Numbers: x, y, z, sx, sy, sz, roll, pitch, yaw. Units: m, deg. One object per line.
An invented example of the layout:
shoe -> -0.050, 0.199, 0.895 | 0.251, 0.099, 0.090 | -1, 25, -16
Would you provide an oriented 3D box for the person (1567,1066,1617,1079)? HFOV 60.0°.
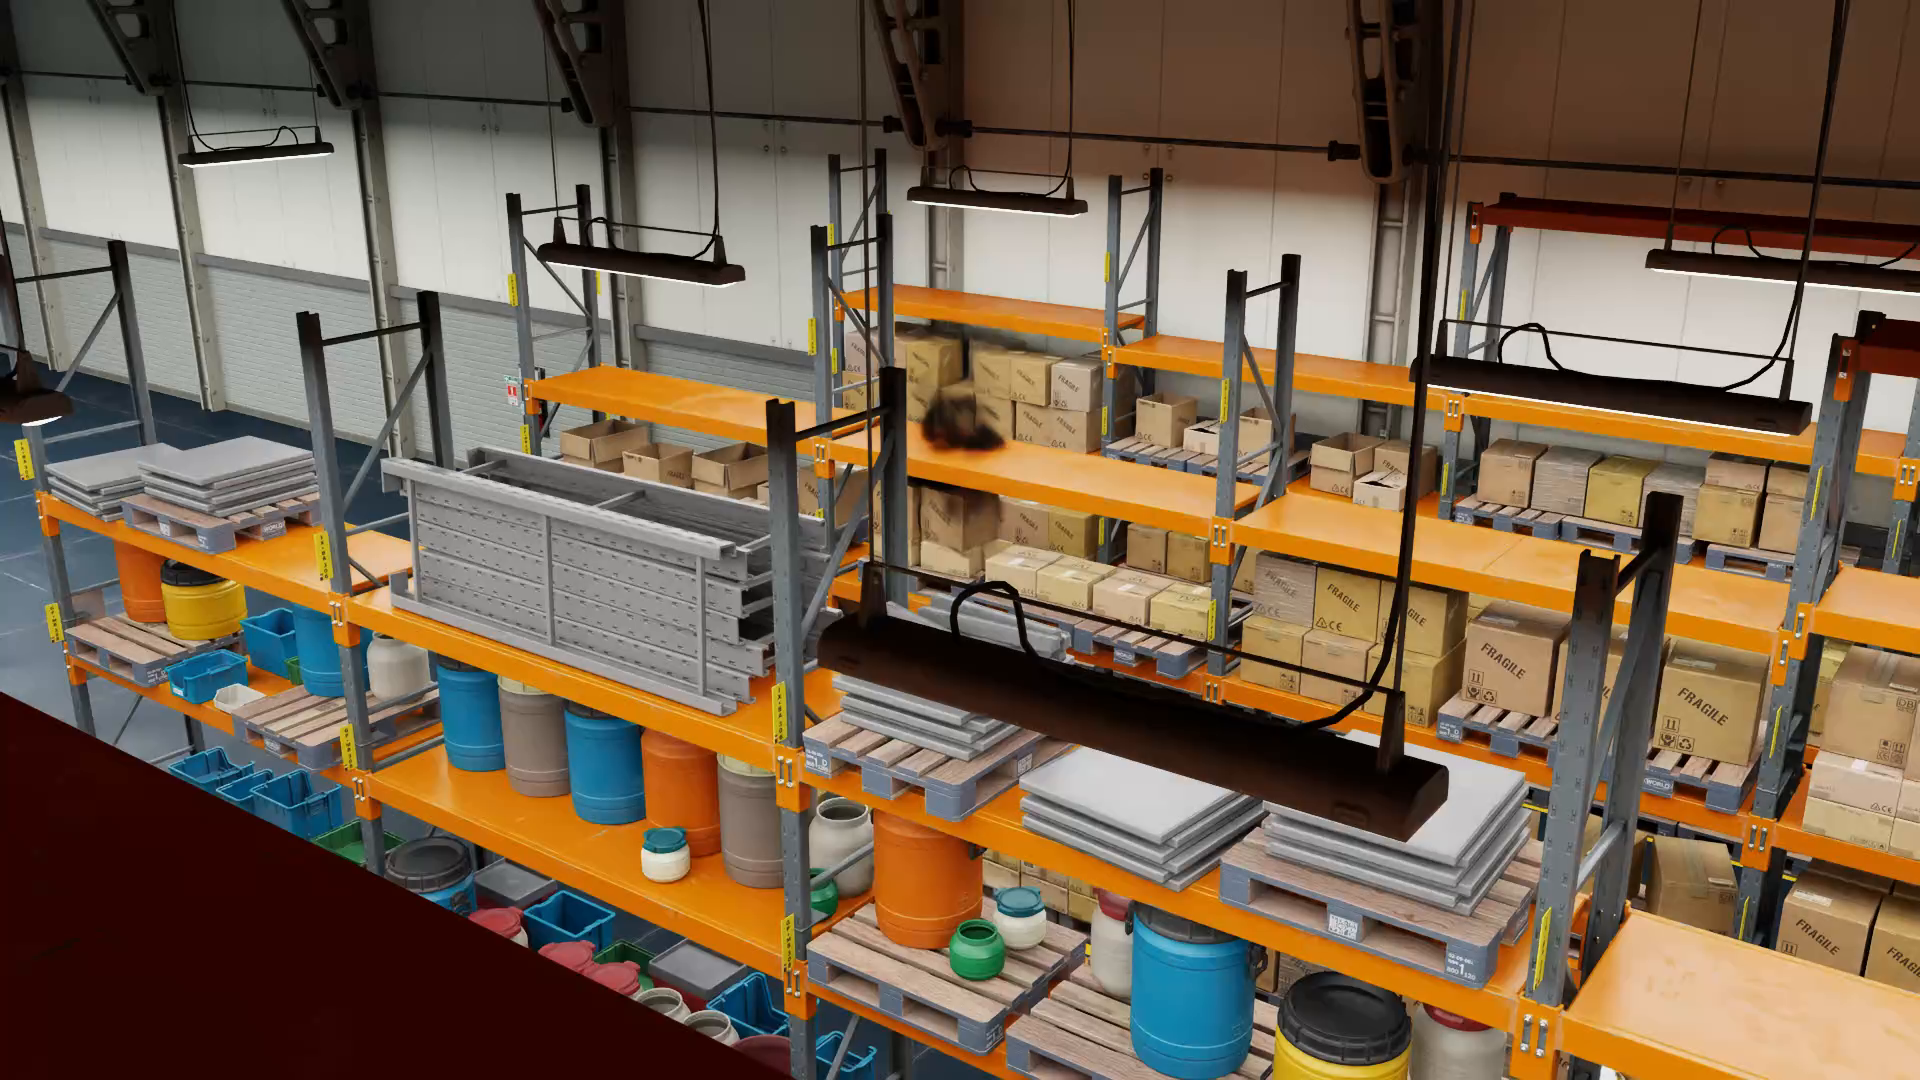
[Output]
person -> 3.829, 4.013, 10.344 | 0.759, 1.834, 0.624 | 8, 20, 23
